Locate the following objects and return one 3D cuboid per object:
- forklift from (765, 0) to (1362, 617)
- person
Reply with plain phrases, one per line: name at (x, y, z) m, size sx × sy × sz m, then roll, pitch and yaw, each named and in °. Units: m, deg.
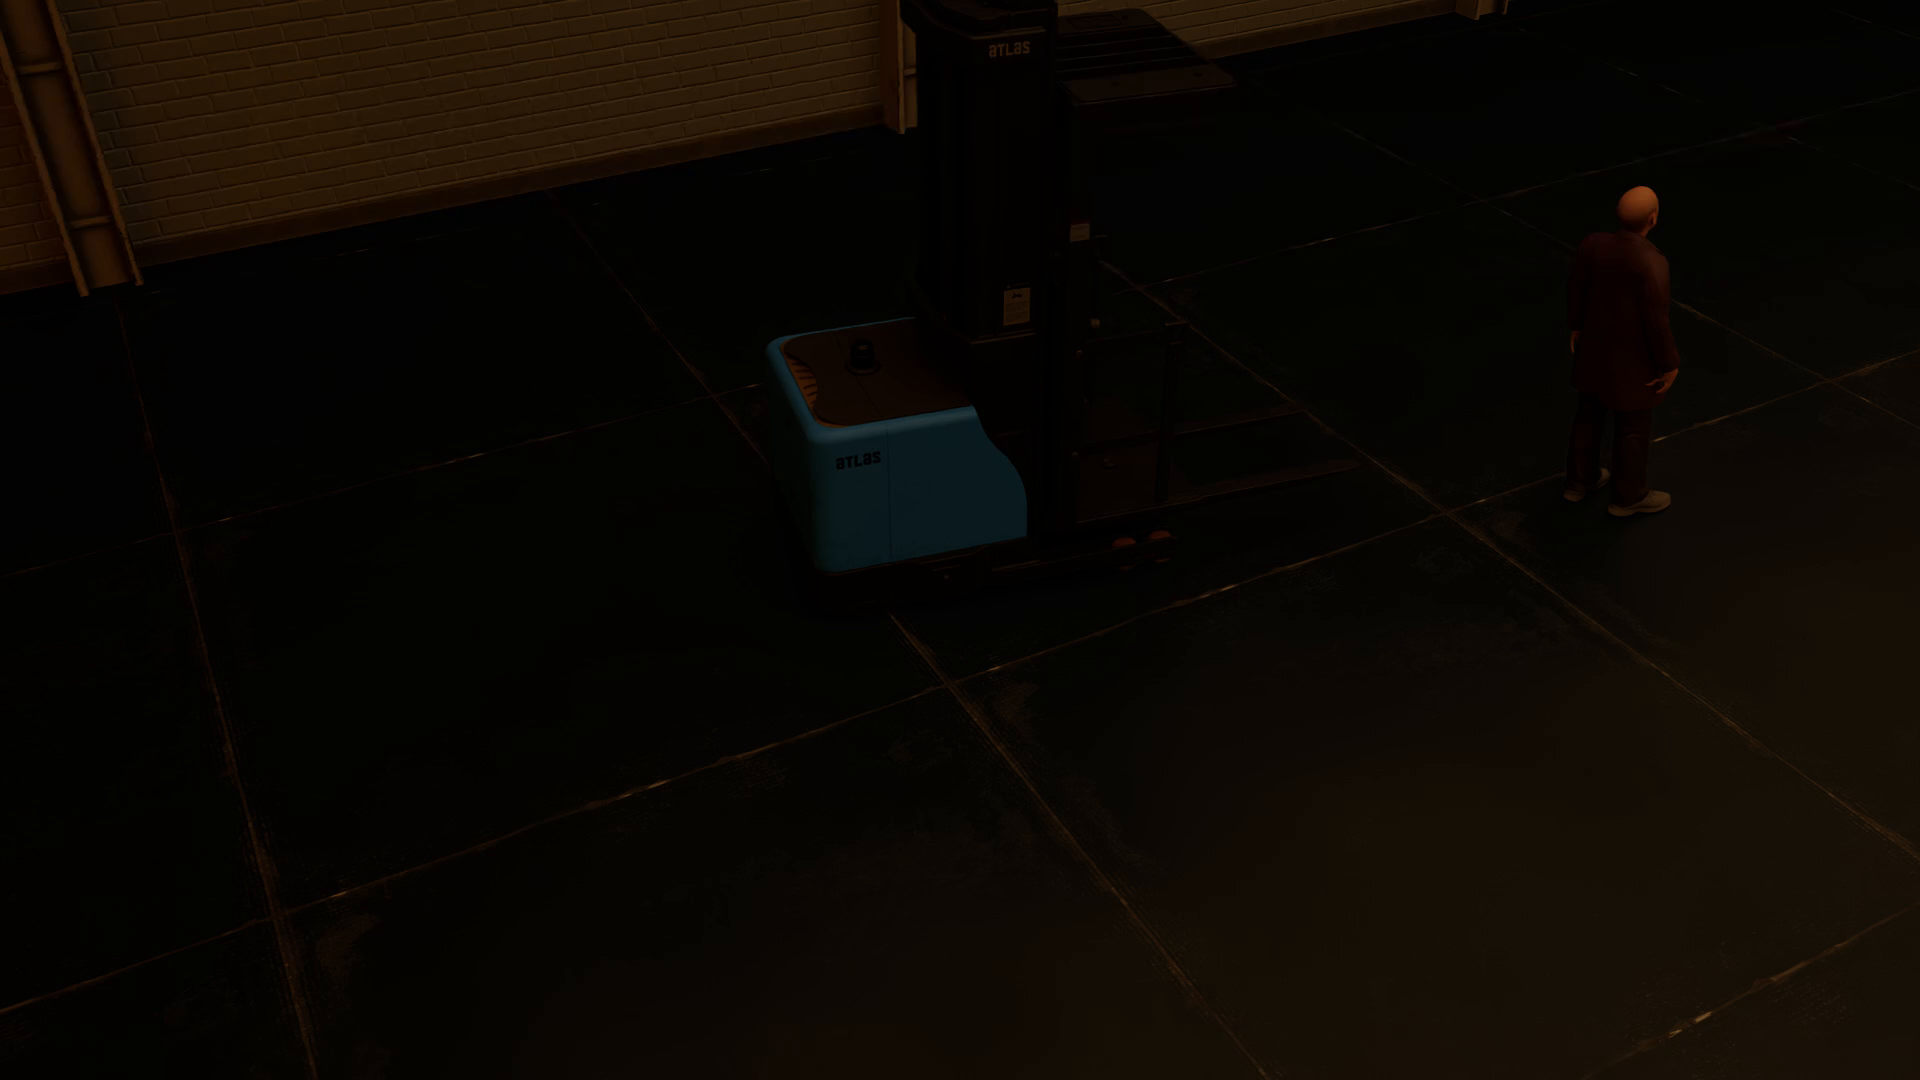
forklift at (0.597, -1.323, 7.994) m, size 3.031 × 2.935 × 1.130 m, roll -11°, pitch 37°, yaw -15°
person at (3.423, -0.979, 8.500) m, size 0.572 × 1.780 × 0.693 m, roll -18°, pitch 39°, yaw -23°
